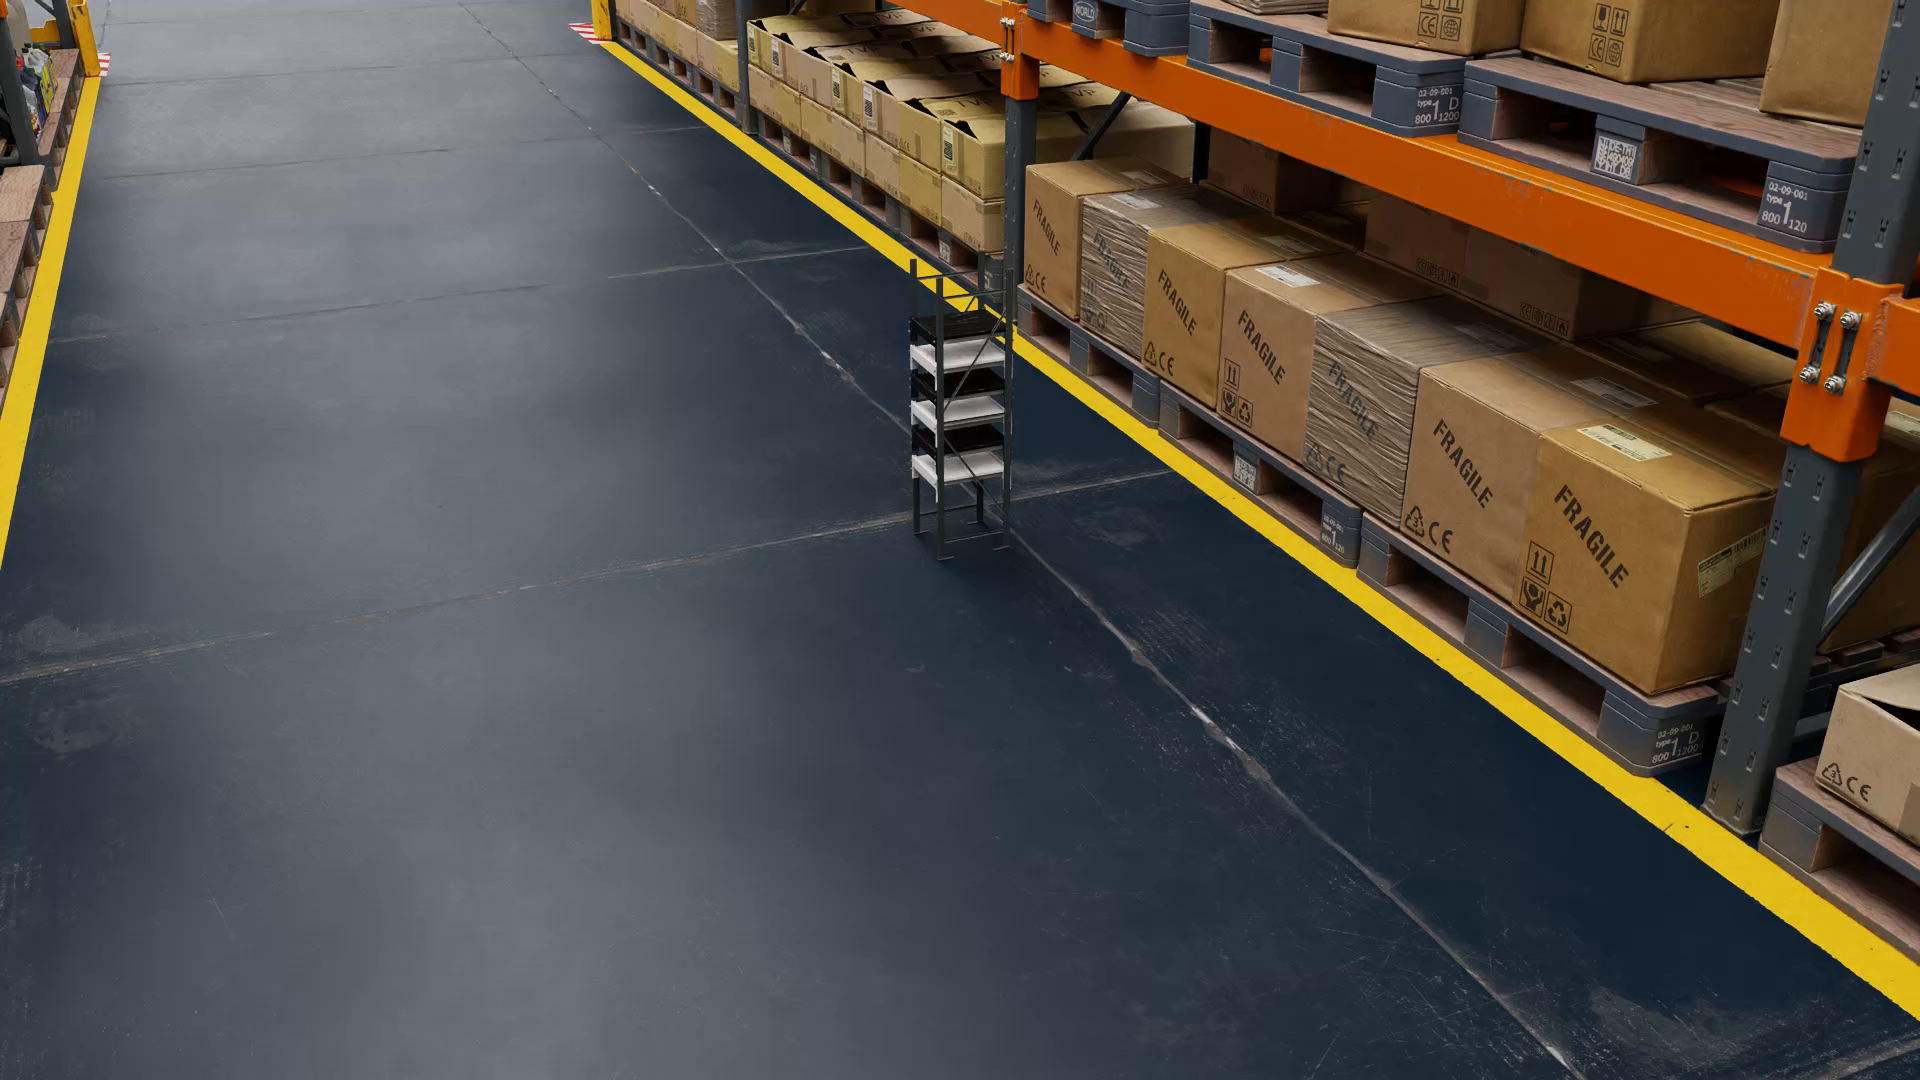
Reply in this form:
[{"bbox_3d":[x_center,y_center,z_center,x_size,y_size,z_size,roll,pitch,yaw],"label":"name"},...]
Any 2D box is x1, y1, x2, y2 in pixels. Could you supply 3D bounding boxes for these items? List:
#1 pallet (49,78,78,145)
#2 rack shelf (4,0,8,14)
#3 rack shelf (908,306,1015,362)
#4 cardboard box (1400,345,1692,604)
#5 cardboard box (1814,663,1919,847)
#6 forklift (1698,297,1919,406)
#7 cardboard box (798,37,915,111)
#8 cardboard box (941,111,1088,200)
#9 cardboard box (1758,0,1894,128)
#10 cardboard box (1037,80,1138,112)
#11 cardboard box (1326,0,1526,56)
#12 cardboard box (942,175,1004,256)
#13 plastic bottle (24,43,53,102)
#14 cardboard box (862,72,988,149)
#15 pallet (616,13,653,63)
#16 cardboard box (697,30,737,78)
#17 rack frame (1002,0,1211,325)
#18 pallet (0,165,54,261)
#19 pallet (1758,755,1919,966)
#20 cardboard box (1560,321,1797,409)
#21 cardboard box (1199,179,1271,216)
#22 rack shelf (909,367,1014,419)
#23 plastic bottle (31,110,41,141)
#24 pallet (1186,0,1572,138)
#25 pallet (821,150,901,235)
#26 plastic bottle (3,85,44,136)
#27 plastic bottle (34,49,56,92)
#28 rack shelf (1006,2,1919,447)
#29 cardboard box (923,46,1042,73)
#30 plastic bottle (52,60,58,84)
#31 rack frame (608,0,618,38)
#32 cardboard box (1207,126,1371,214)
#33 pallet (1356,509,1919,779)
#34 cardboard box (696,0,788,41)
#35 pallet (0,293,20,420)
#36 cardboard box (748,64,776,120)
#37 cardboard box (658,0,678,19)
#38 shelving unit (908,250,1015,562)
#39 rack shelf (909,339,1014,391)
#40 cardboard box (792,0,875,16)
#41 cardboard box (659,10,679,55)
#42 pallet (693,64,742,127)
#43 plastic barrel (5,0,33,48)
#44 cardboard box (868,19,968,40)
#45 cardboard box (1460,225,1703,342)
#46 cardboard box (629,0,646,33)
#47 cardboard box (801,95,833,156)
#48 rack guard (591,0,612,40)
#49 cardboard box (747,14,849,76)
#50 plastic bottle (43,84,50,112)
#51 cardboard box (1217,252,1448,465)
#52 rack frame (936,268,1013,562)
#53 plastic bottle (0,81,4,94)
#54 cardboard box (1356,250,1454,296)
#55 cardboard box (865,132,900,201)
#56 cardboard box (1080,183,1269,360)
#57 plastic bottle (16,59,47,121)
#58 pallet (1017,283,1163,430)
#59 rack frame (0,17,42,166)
[{"bbox_3d":[-6.162,-2.666,10.470,1.003,0.211,1.213,-11,28,-21],"label":"pallet"},{"bbox_3d":[-6.239,-3.632,10.089,1.077,0.370,4.000,-11,28,-21],"label":"rack shelf"},{"bbox_3d":[0.003,-0.614,4.942,0.258,0.077,0.200,-11,28,-21],"label":"rack shelf"},{"bbox_3d":[1.593,-0.193,4.574,0.500,0.500,0.500,-10,28,-20],"label":"cardboard box"},{"bbox_3d":[2.201,0.450,3.473,0.500,0.311,0.500,-11,28,-21],"label":"cardboard box"},{"bbox_3d":[3.094,-1.818,5.634,1.130,2.935,3.031,-10,28,-19],"label":"forklift"},{"bbox_3d":[-0.569,-2.581,9.133,0.500,0.311,0.500,-12,28,-22],"label":"cardboard box"},{"bbox_3d":[0.238,-1.756,7.445,0.500,0.311,0.500,-10,28,-19],"label":"cardboard box"},{"bbox_3d":[2.256,-1.231,3.759,0.700,0.500,0.500,-22,34,-37],"label":"cardboard box"},{"bbox_3d":[0.521,-2.060,8.066,0.500,0.311,0.500,-11,28,-22],"label":"cardboard box"},{"bbox_3d":[1.487,-1.704,4.728,0.700,0.500,0.500,-19,32,-33],"label":"cardboard box"},{"bbox_3d":[0.239,-1.506,7.571,0.500,0.250,0.500,-10,28,-19],"label":"cardboard box"},{"bbox_3d":[-5.704,-2.875,10.237,0.144,0.351,0.185,-9,28,-18],"label":"plastic bottle"},{"bbox_3d":[-0.167,-2.169,8.291,0.500,0.311,0.500,-11,28,-21],"label":"cardboard box"},{"bbox_3d":[-2.125,-4.057,13.319,1.003,0.211,1.213,-11,28,-21],"label":"pallet"},{"bbox_3d":[-1.466,-3.303,11.252,0.500,0.250,0.500,-11,28,-21],"label":"cardboard box"},{"bbox_3d":[0.670,-2.382,6.710,1.000,3.000,0.127,-11,28,-21],"label":"rack frame"},{"bbox_3d":[-5.113,-1.584,8.254,1.003,0.211,1.213,-11,28,-21],"label":"pallet"},{"bbox_3d":[2.504,0.763,3.447,1.003,0.211,1.213,-11,28,-21],"label":"pallet"},{"bbox_3d":[2.052,-0.292,4.778,0.500,0.500,0.500,-10,28,-20],"label":"cardboard box"},{"bbox_3d":[1.252,-1.119,6.471,0.500,0.500,0.500,-9,28,-19],"label":"cardboard box"},{"bbox_3d":[0.003,-0.452,5.021,0.258,0.077,0.200,-11,28,-21],"label":"rack shelf"},{"bbox_3d":[-5.217,-2.333,9.297,0.097,0.201,0.097,0,26,0],"label":"plastic bottle"},{"bbox_3d":[1.435,-1.512,5.146,1.003,0.211,1.213,-11,28,-21],"label":"pallet"},{"bbox_3d":[-0.091,-1.960,9.024,1.003,0.211,1.213,-11,28,-21],"label":"pallet"},{"bbox_3d":[-5.329,-2.451,9.454,0.152,0.276,0.135,-10,28,-19],"label":"plastic bottle"},{"bbox_3d":[-5.827,-2.963,10.504,0.152,0.276,0.135,-10,28,-20],"label":"plastic bottle"},{"bbox_3d":[1.453,-1.252,5.214,1.077,0.370,4.000,-11,28,-21],"label":"rack shelf"},{"bbox_3d":[0.122,-2.474,8.914,0.500,0.311,0.500,-11,28,-21],"label":"cardboard box"},{"bbox_3d":[-5.900,-3.036,10.738,0.097,0.201,0.097,0,26,0],"label":"plastic bottle"},{"bbox_3d":[-2.463,-5.612,13.325,1.000,3.000,0.127,-11,28,-21],"label":"rack frame"},{"bbox_3d":[1.278,-1.434,6.262,0.500,0.250,0.500,-9,28,-19],"label":"cardboard box"},{"bbox_3d":[1.883,0.164,4.674,1.003,0.211,1.213,-11,28,-21],"label":"pallet"},{"bbox_3d":[-1.465,-3.641,11.088,0.500,0.500,0.500,-11,28,-21],"label":"cardboard box"},{"bbox_3d":[-4.157,-0.599,6.236,1.003,0.211,1.213,-11,28,-21],"label":"pallet"},{"bbox_3d":[-0.967,-2.745,10.108,0.500,0.250,0.500,-11,28,-22],"label":"cardboard box"},{"bbox_3d":[-1.873,-4.041,11.909,0.500,0.500,0.500,-11,28,-21],"label":"cardboard box"},{"bbox_3d":[0.003,-0.401,5.046,0.258,0.900,0.210,-11,28,-21],"label":"shelving unit"},{"bbox_3d":[0.003,-0.533,4.981,0.258,0.077,0.200,-11,28,-21],"label":"rack shelf"},{"bbox_3d":[-0.790,-3.528,10.858,0.500,0.500,0.500,-11,28,-21],"label":"cardboard box"},{"bbox_3d":[-1.872,-3.704,12.074,0.500,0.250,0.500,-11,28,-21],"label":"cardboard box"},{"bbox_3d":[-1.170,-3.072,11.302,1.003,0.211,1.213,-11,28,-21],"label":"pallet"},{"bbox_3d":[-6.695,-3.580,11.521,0.421,0.512,0.421,0,26,0],"label":"plastic barrel"},{"bbox_3d":[-0.265,-2.879,9.744,0.500,0.311,0.500,-10,28,-19],"label":"cardboard box"},{"bbox_3d":[1.879,-0.820,5.003,0.500,0.250,0.500,-11,28,-20],"label":"cardboard box"},{"bbox_3d":[-2.259,-4.109,12.902,0.500,0.250,0.500,-11,28,-21],"label":"cardboard box"},{"bbox_3d":[-0.563,-2.330,9.258,0.500,0.250,0.500,-11,28,-22],"label":"cardboard box"},{"bbox_3d":[-2.473,-4.498,13.893,1.175,0.500,0.348,-11,28,-21],"label":"rack guard"},{"bbox_3d":[-0.964,-2.993,9.976,0.500,0.311,0.500,-10,28,-20],"label":"cardboard box"},{"bbox_3d":[-5.554,-2.679,10.007,0.097,0.201,0.097,0,26,0],"label":"plastic bottle"},{"bbox_3d":[1.196,-0.600,5.408,0.500,0.500,0.500,-12,28,-22],"label":"cardboard box"},{"bbox_3d":[0.043,-0.360,4.962,0.240,0.900,0.006,-11,28,-21],"label":"rack frame"},{"bbox_3d":[-5.523,-2.527,9.525,0.144,0.351,0.185,-11,28,-21],"label":"plastic bottle"},{"bbox_3d":[1.665,-0.700,5.612,0.500,0.500,0.500,-12,28,-23],"label":"cardboard box"},{"bbox_3d":[-0.160,-1.917,8.412,0.500,0.250,0.500,-10,28,-19],"label":"cardboard box"},{"bbox_3d":[0.795,-1.013,6.254,0.500,0.500,0.500,-12,28,-22],"label":"cardboard box"},{"bbox_3d":[-5.464,-2.628,9.732,0.144,0.351,0.185,-12,28,-23],"label":"plastic bottle"},{"bbox_3d":[0.927,-0.821,6.691,1.003,0.211,1.213,-11,28,-21],"label":"pallet"},{"bbox_3d":[-5.456,-3.147,8.278,1.000,3.000,0.127,-11,28,-21],"label":"rack frame"}]
